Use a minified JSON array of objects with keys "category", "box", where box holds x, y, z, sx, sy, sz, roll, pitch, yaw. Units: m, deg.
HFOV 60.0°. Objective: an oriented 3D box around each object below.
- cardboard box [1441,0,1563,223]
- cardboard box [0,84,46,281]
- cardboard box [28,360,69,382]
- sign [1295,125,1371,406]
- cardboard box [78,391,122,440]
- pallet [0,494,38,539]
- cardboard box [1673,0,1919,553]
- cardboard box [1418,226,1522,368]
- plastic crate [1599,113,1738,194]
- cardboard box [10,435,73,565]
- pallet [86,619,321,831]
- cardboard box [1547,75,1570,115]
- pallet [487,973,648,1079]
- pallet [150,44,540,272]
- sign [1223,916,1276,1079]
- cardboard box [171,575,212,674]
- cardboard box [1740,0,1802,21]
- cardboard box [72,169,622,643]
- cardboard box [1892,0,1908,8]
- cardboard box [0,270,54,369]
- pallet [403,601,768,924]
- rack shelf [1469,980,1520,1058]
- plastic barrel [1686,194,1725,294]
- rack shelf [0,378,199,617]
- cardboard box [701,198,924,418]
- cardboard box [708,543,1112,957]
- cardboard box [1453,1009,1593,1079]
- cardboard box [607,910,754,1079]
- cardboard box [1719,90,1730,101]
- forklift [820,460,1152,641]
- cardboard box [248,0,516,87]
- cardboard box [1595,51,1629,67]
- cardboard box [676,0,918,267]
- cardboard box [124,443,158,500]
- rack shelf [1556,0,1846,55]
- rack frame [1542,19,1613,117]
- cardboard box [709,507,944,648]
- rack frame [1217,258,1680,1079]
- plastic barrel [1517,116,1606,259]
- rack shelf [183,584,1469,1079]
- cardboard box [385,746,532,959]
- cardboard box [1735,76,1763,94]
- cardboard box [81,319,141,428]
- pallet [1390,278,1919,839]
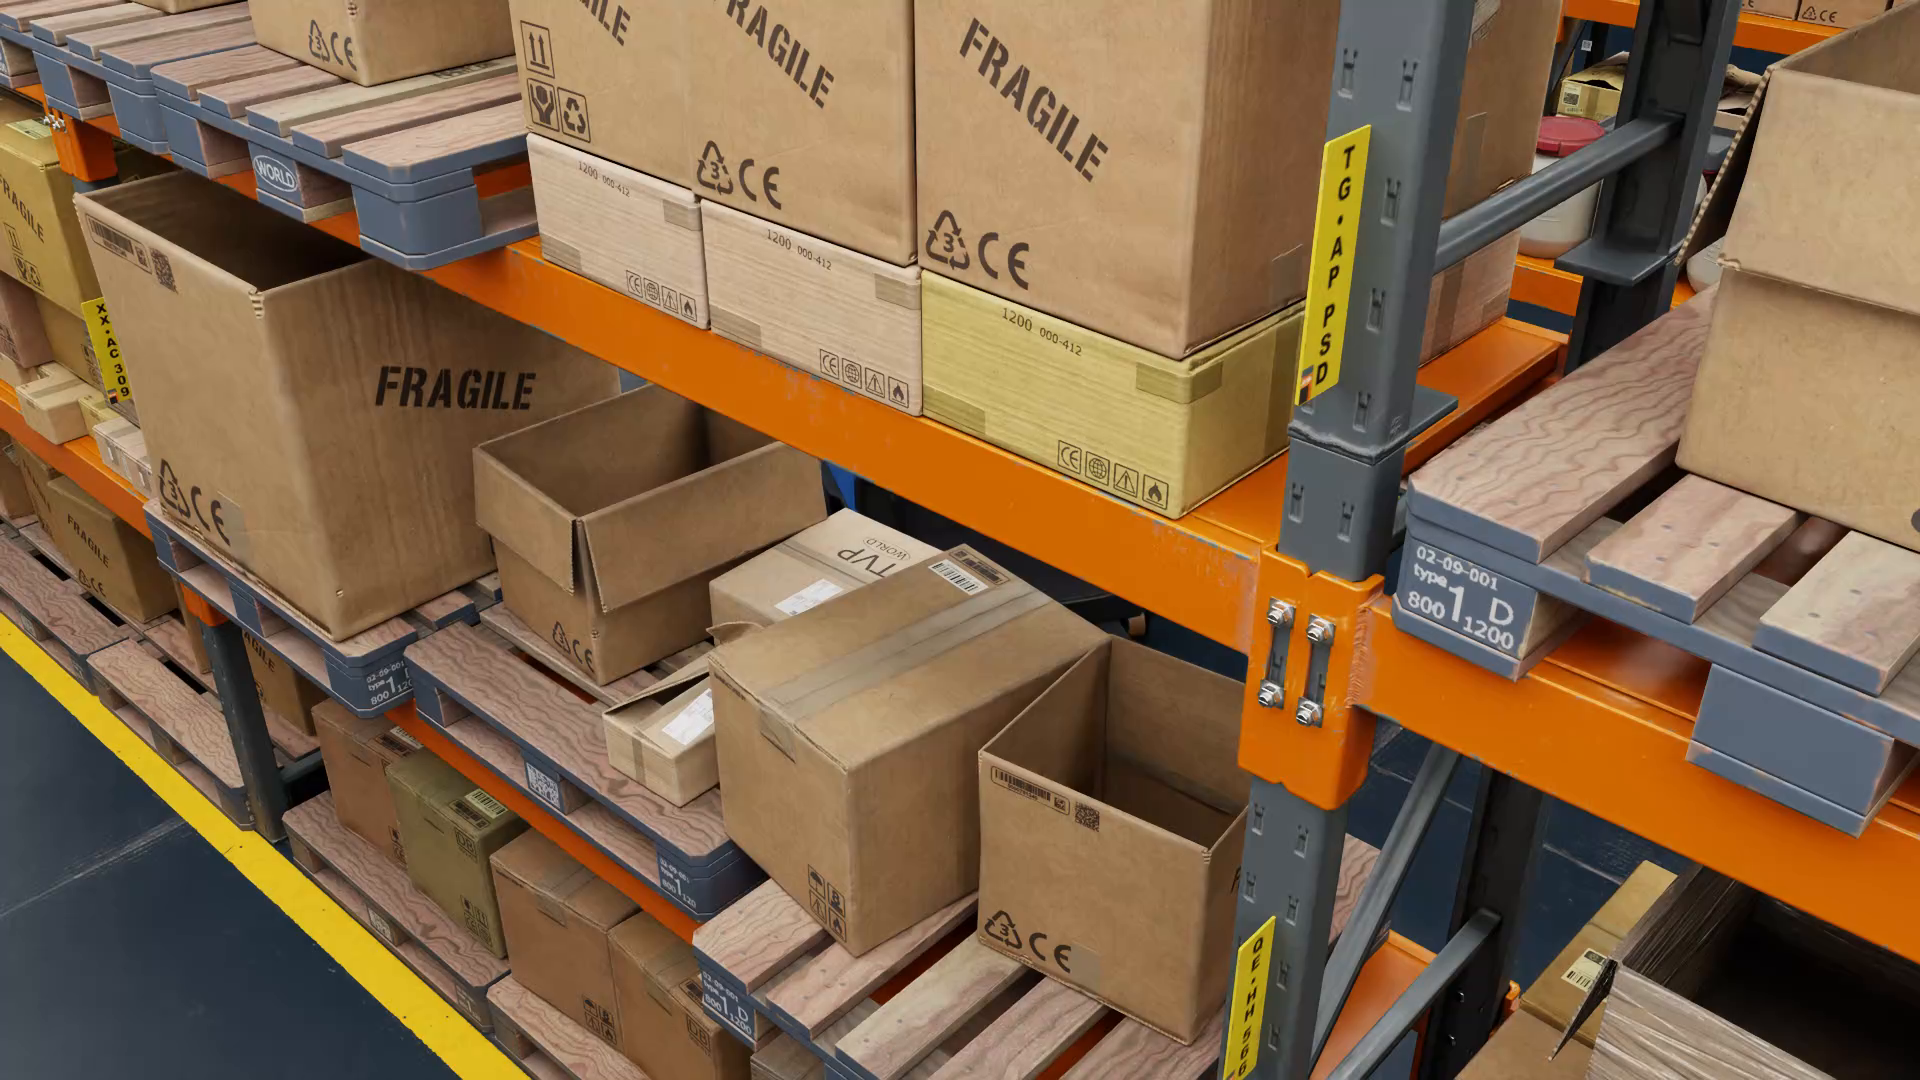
[{"category":"cardboard box","box":[0.631,-0.823,2.719,0.500,0.500,0.500,25,39,36]},{"category":"cardboard box","box":[-3.049,-1.226,5.524,0.500,0.500,0.500,25,39,35]},{"category":"cardboard box","box":[-3.197,-0.639,6.147,0.250,0.149,0.380,25,39,35]},{"category":"sign","box":[0.441,-0.320,1.964,0.005,0.325,0.100,25,39,35]},{"category":"cardboard box","box":[-2.840,-0.459,5.847,0.250,0.149,0.380,25,39,35]},{"category":"pallet","box":[-4.490,-0.273,7.999,1.213,0.211,1.003,25,39,35]},{"category":"cardboard box","box":[1.307,-0.346,2.001,0.797,0.503,0.637,-27,40,-37]},{"category":"cardboard box","box":[0.629,-0.501,2.911,0.500,0.250,0.500,26,40,36]},{"category":"plastic crate","box":[3.137,-1.618,7.467,0.583,0.464,0.402,25,39,35]},{"category":"cardboard box","box":[-3.756,-0.258,7.286,0.500,0.500,0.500,-25,39,-35]},{"category":"pallet","box":[-2.681,0.571,6.597,1.213,0.211,1.003,25,39,35]},{"category":"cardboard box","box":[4.351,-3.470,12.864,0.500,0.250,0.500,25,39,35]},{"category":"pallet","box":[-0.672,1.481,5.085,1.213,0.211,1.003,25,39,35]},{"category":"pallet","box":[-1.002,-0.997,3.772,1.003,0.211,1.213,25,39,35]},{"category":"sign","box":[0.449,0.728,2.586,0.005,0.325,0.100,25,39,35]},{"category":"cardboard box","box":[-2.859,0.137,6.630,0.500,0.500,0.500,-16,35,-25]},{"category":"cardboard box","box":[5.440,-3.780,11.024,0.500,0.500,0.500,-26,40,-36]},{"category":"cardboard box","box":[-1.664,-0.513,4.705,1.000,1.000,1.000,25,39,35]},{"category":"cardboard box","box":[6.202,-3.424,10.433,0.500,0.500,0.500,23,38,33]},{"category":"cardboard box","box":[-3.237,-1.075,6.242,0.500,0.500,0.875,25,39,35]},{"category":"pallet","box":[-0.689,0.393,4.376,1.213,0.211,1.003,25,39,35]},{"category":"rack shelf","box":[2.289,1.980,2.250,4.000,0.370,1.077,25,39,35]},{"category":"plastic barrel","box":[3.224,-1.236,6.787,0.421,0.512,0.421,0,31,0]},{"category":"rack shelf","box":[-3.642,-0.789,6.849,4.000,0.370,1.077,25,39,35]},{"category":"cardboard box","box":[-0.088,-0.478,2.873,0.500,0.250,0.500,25,39,35]},{"category":"cardboard box","box":[-0.102,0.430,3.622,0.700,0.500,0.500,-23,38,-33]},{"category":"cardboard box","box":[0.984,1.209,2.736,0.500,0.500,0.500,26,40,36]},{"category":"cardboard box","box":[-0.548,1.257,4.750,0.700,0.500,0.500,-26,39,-36]},{"category":"cardboard box","box":[4.998,-3.020,11.573,0.500,0.311,0.500,25,39,35]},{"category":"forklift","box":[0.167,-0.914,6.427,1.130,2.935,3.031,-9,32,-14]},{"category":"cardboard box","box":[-1.178,-1.388,3.731,0.637,0.503,0.797,27,40,37]},{"category":"cardboard box","box":[4.984,-3.403,12.210,0.500,0.311,0.500,25,39,35]},{"category":"cardboard box","box":[-0.103,-0.805,2.689,0.500,0.500,0.500,25,39,35]},{"category":"cardboard box","box":[-2.516,-0.259,5.515,0.250,0.149,0.380,25,39,35]},{"category":"rack shelf","box":[5.974,-3.191,10.840,4.000,0.370,1.077,25,39,35]},{"category":"rack frame","box":[4.491,-4.191,11.804,0.127,3.000,1.000,25,39,35]},{"category":"cardboard box","box":[-0.282,0.196,4.254,0.500,0.250,0.500,24,38,34]},{"category":"rack frame","box":[0.806,0.980,3.214,0.127,3.000,1.000,25,39,35]},{"category":"plastic barrel","box":[2.591,-1.538,7.265,0.433,0.535,0.433,0,31,0]},{"category":"rack shelf","box":[-0.676,0.596,4.549,4.000,0.370,1.077,25,39,35]},{"category":"cardboard box","box":[-1.377,0.871,5.392,0.500,0.500,0.700,25,39,35]},{"category":"cardboard box","box":[5.742,-3.052,11.626,0.500,0.311,0.500,25,39,35]},{"category":"cardboard box","box":[-2.451,-0.754,5.709,0.500,0.500,0.875,25,39,35]},{"category":"pallet","box":[1.319,-0.022,2.153,1.003,0.211,1.213,27,40,37]}]
